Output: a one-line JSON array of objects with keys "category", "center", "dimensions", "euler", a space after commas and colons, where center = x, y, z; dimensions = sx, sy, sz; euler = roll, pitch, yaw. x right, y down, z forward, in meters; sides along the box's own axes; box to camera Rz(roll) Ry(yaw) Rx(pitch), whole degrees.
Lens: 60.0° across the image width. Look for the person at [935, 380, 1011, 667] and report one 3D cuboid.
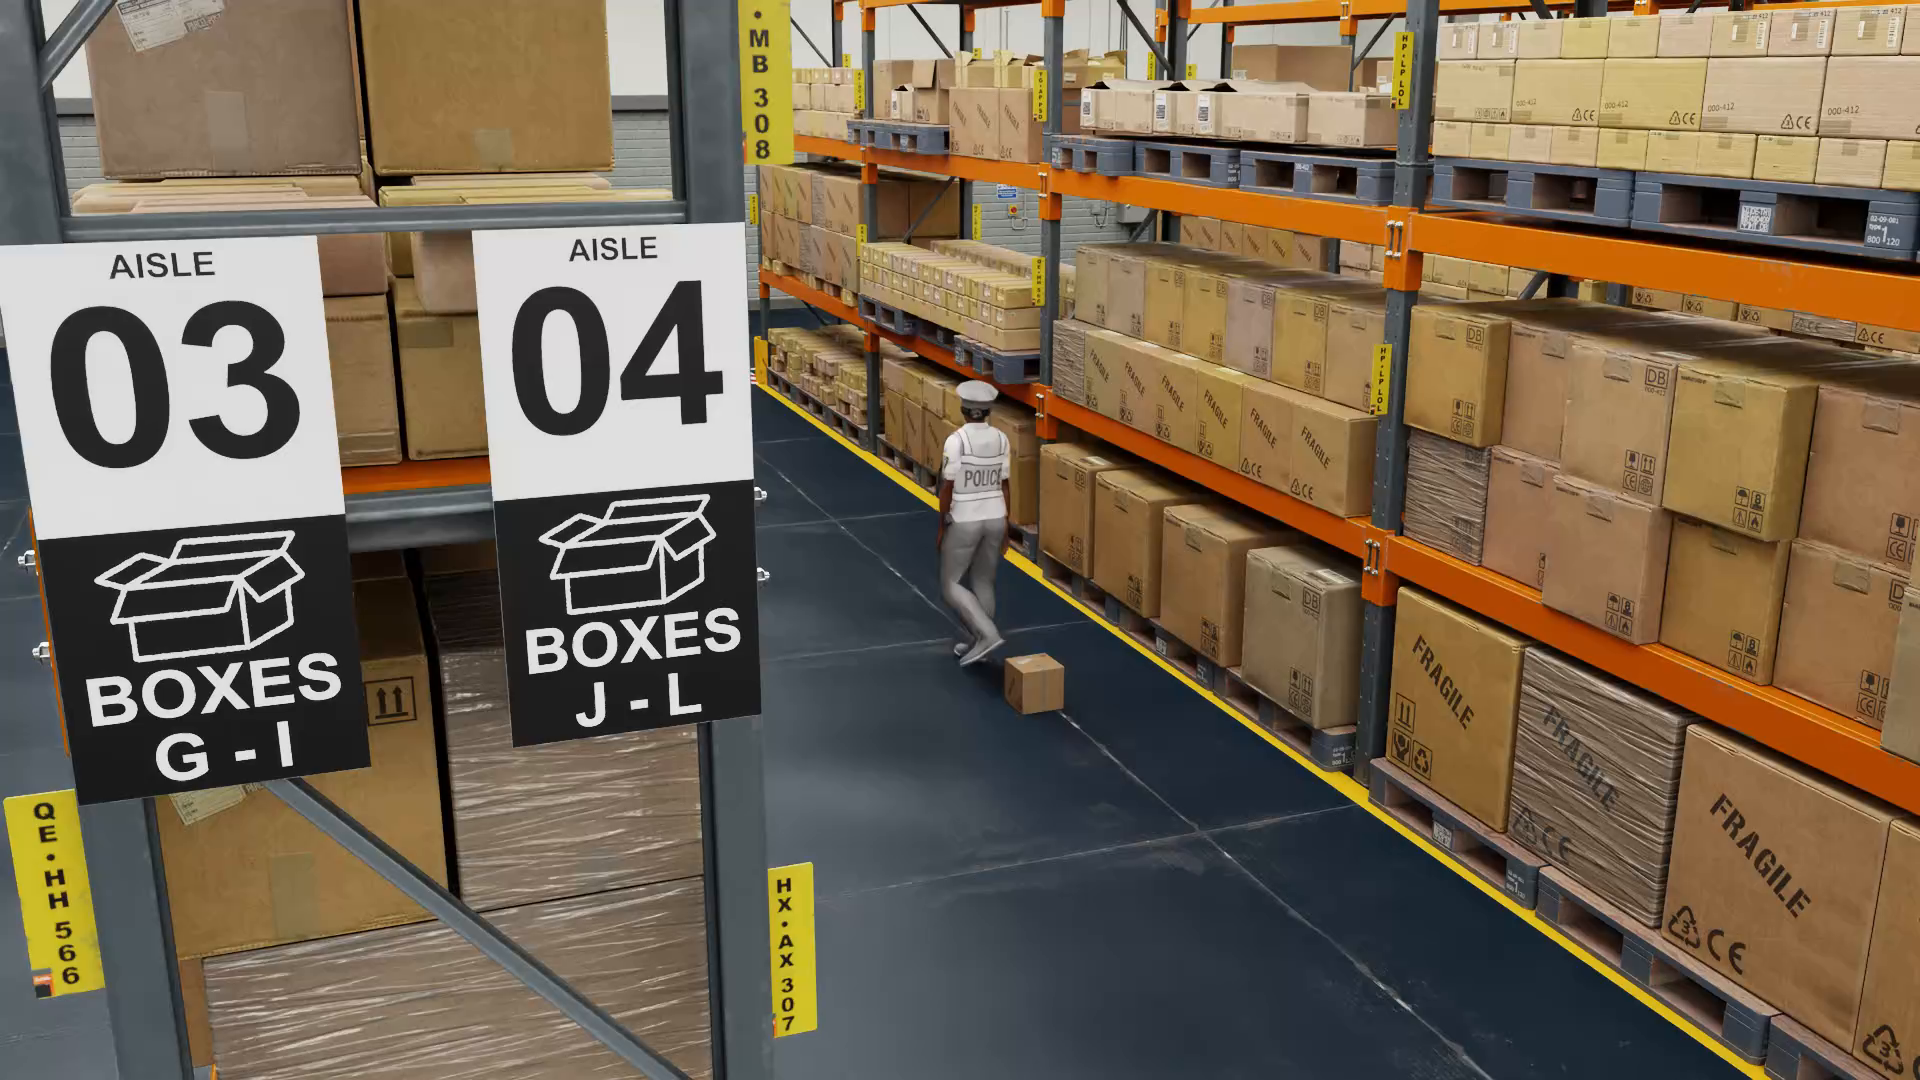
[{"category": "person", "center": [0.118, -0.060, 9.663], "dimensions": [0.497, 1.671, 0.572], "euler": [-10, 18, -30]}]
